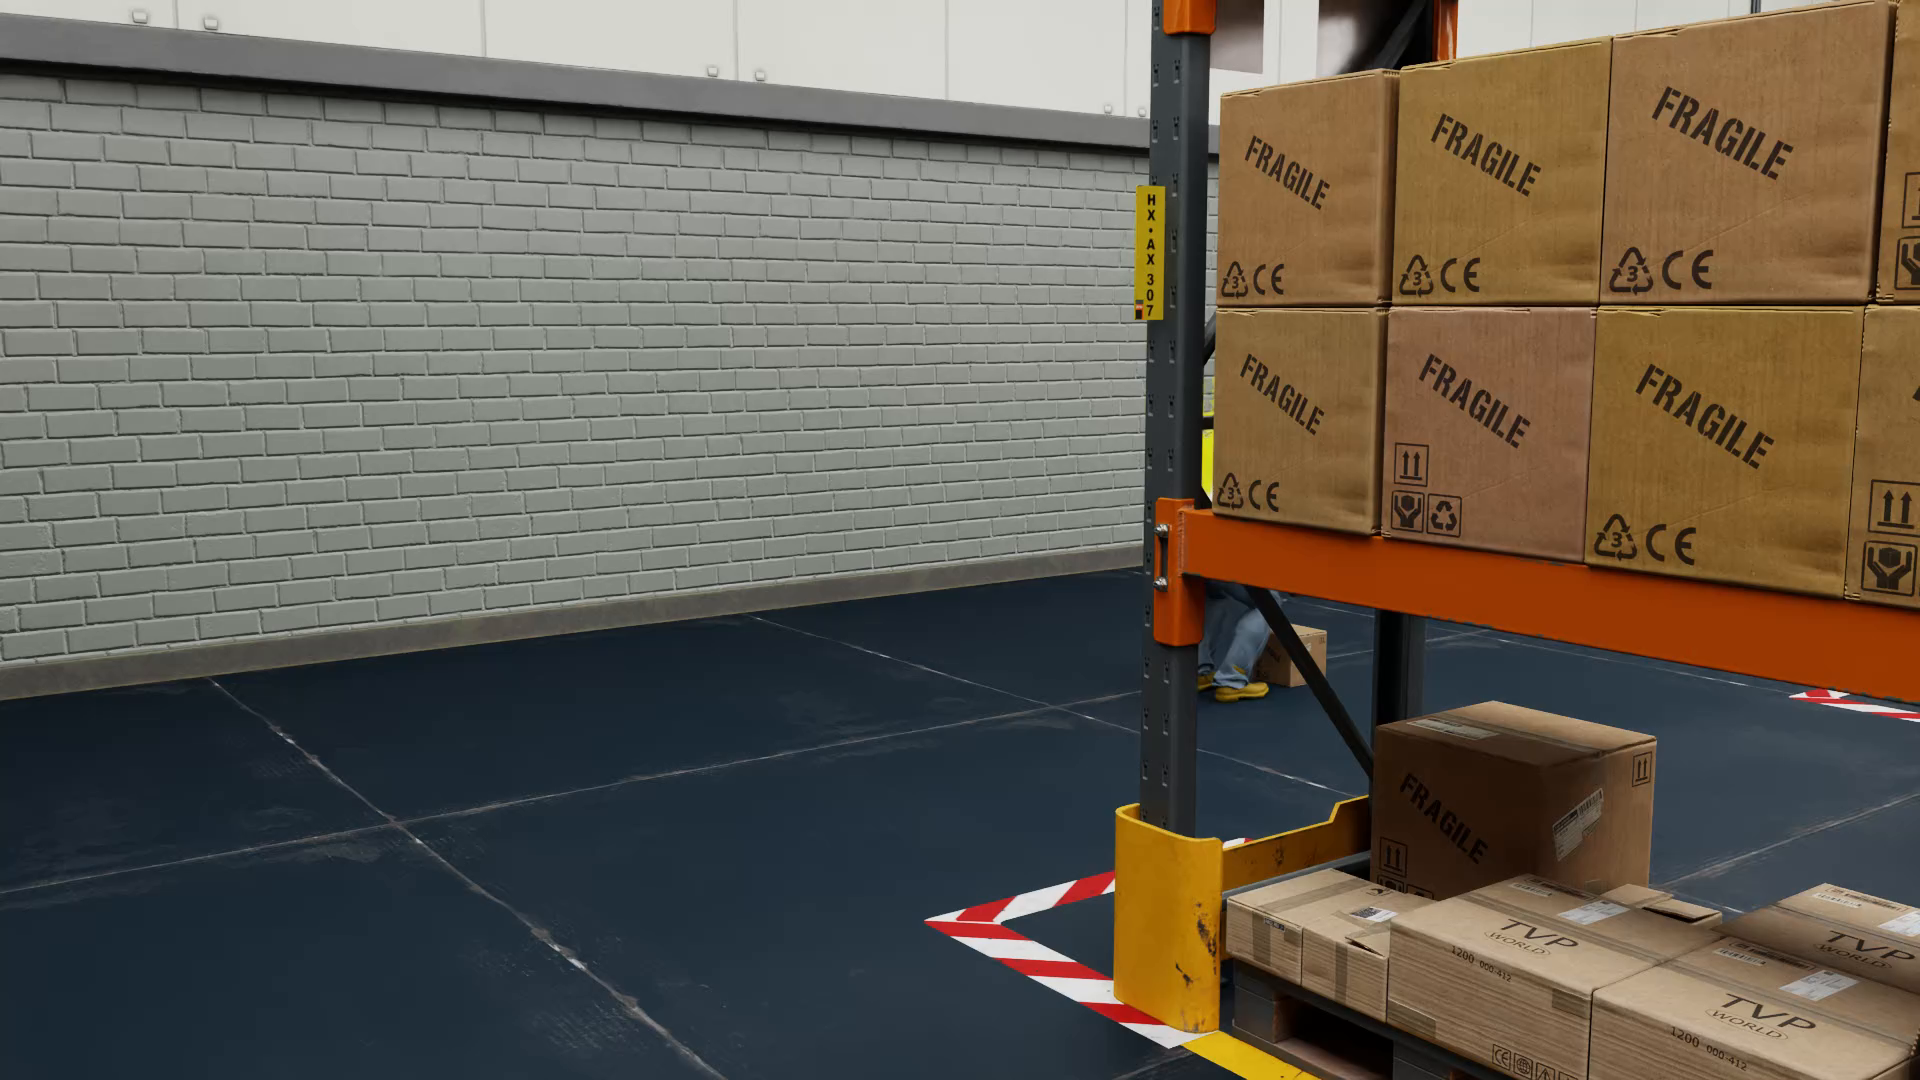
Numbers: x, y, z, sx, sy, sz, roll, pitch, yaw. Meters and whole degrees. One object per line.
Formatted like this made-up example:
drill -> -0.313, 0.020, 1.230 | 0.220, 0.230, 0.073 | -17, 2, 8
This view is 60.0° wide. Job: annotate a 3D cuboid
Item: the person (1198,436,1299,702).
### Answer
person -> 1.268, 0.040, 7.889 | 0.779, 1.373, 0.631 | -6, 10, -36
